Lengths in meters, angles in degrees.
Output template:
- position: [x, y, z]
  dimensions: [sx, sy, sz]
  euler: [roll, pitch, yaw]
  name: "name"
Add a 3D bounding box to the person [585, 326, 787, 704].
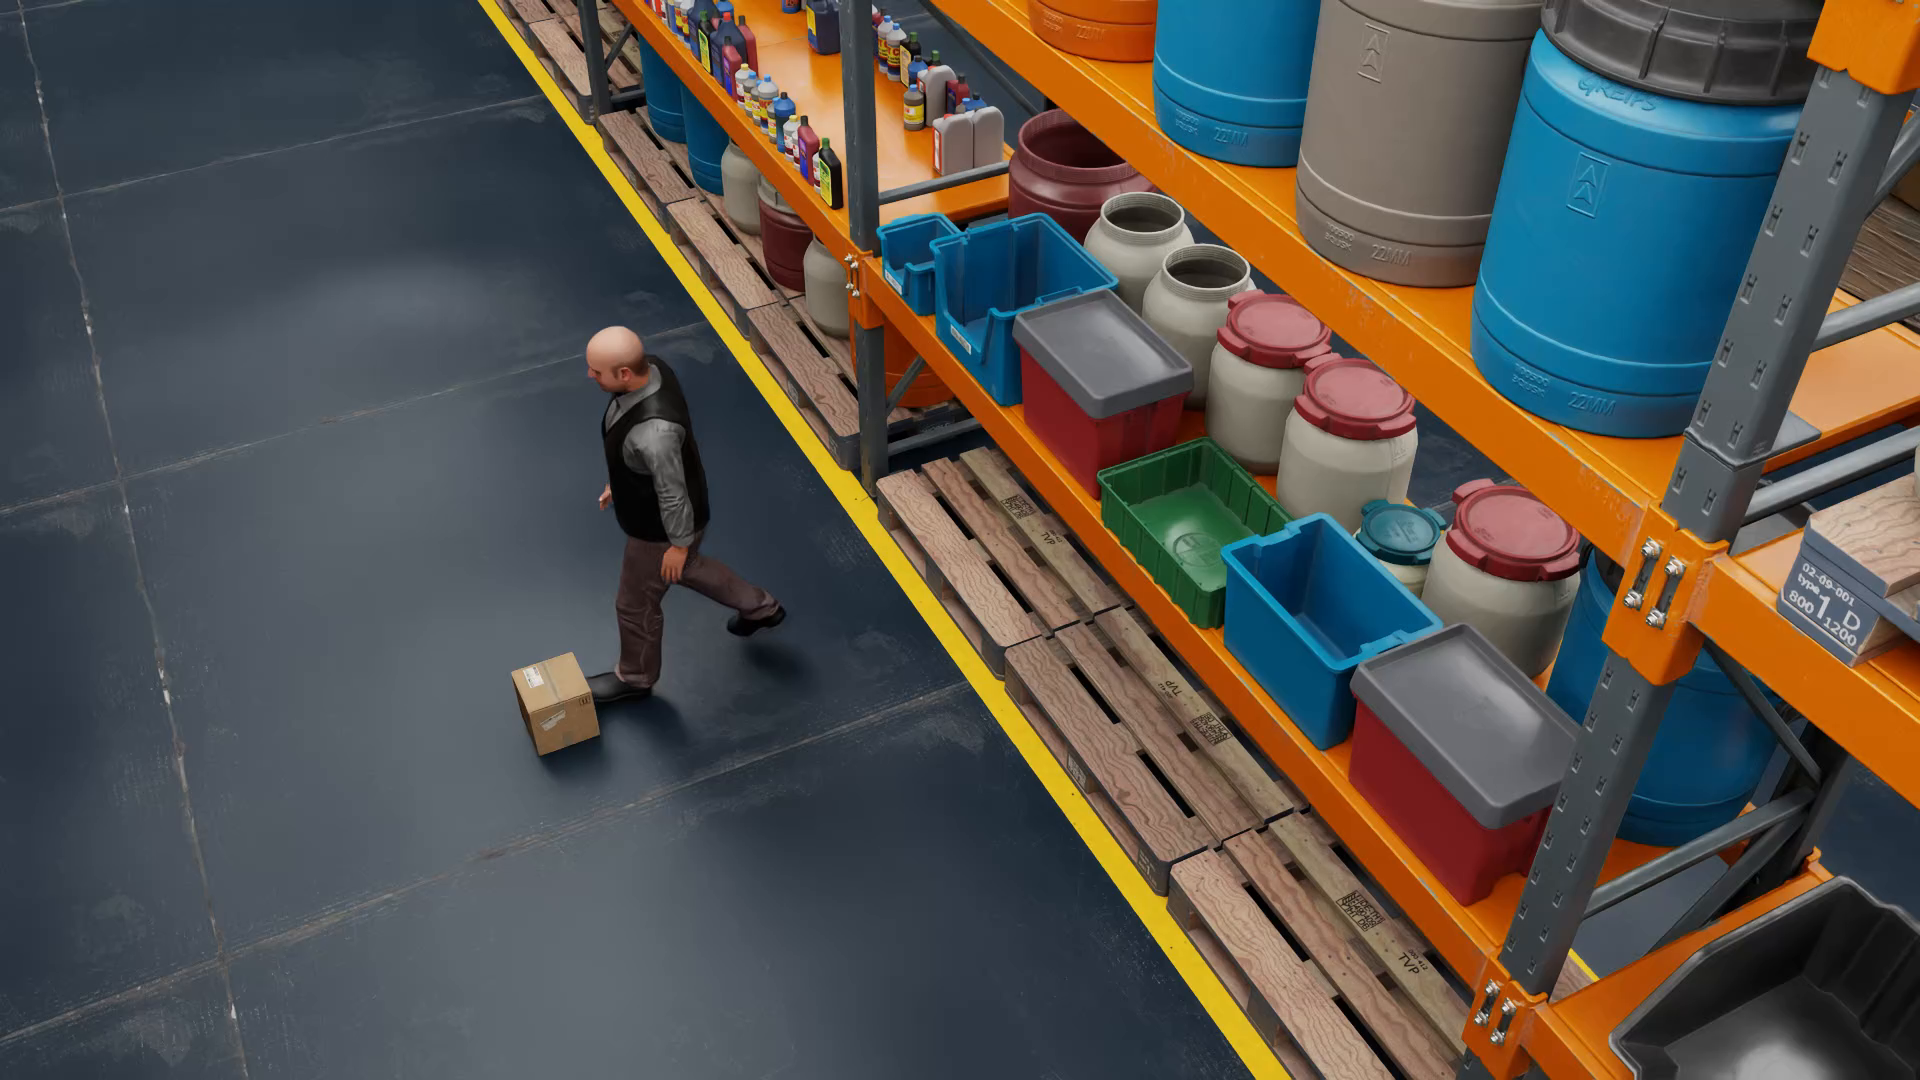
- position: [-1.127, -0.102, 6.298]
  dimensions: [0.865, 1.706, 0.535]
  euler: [-6, 41, -7]
  name: "person"
